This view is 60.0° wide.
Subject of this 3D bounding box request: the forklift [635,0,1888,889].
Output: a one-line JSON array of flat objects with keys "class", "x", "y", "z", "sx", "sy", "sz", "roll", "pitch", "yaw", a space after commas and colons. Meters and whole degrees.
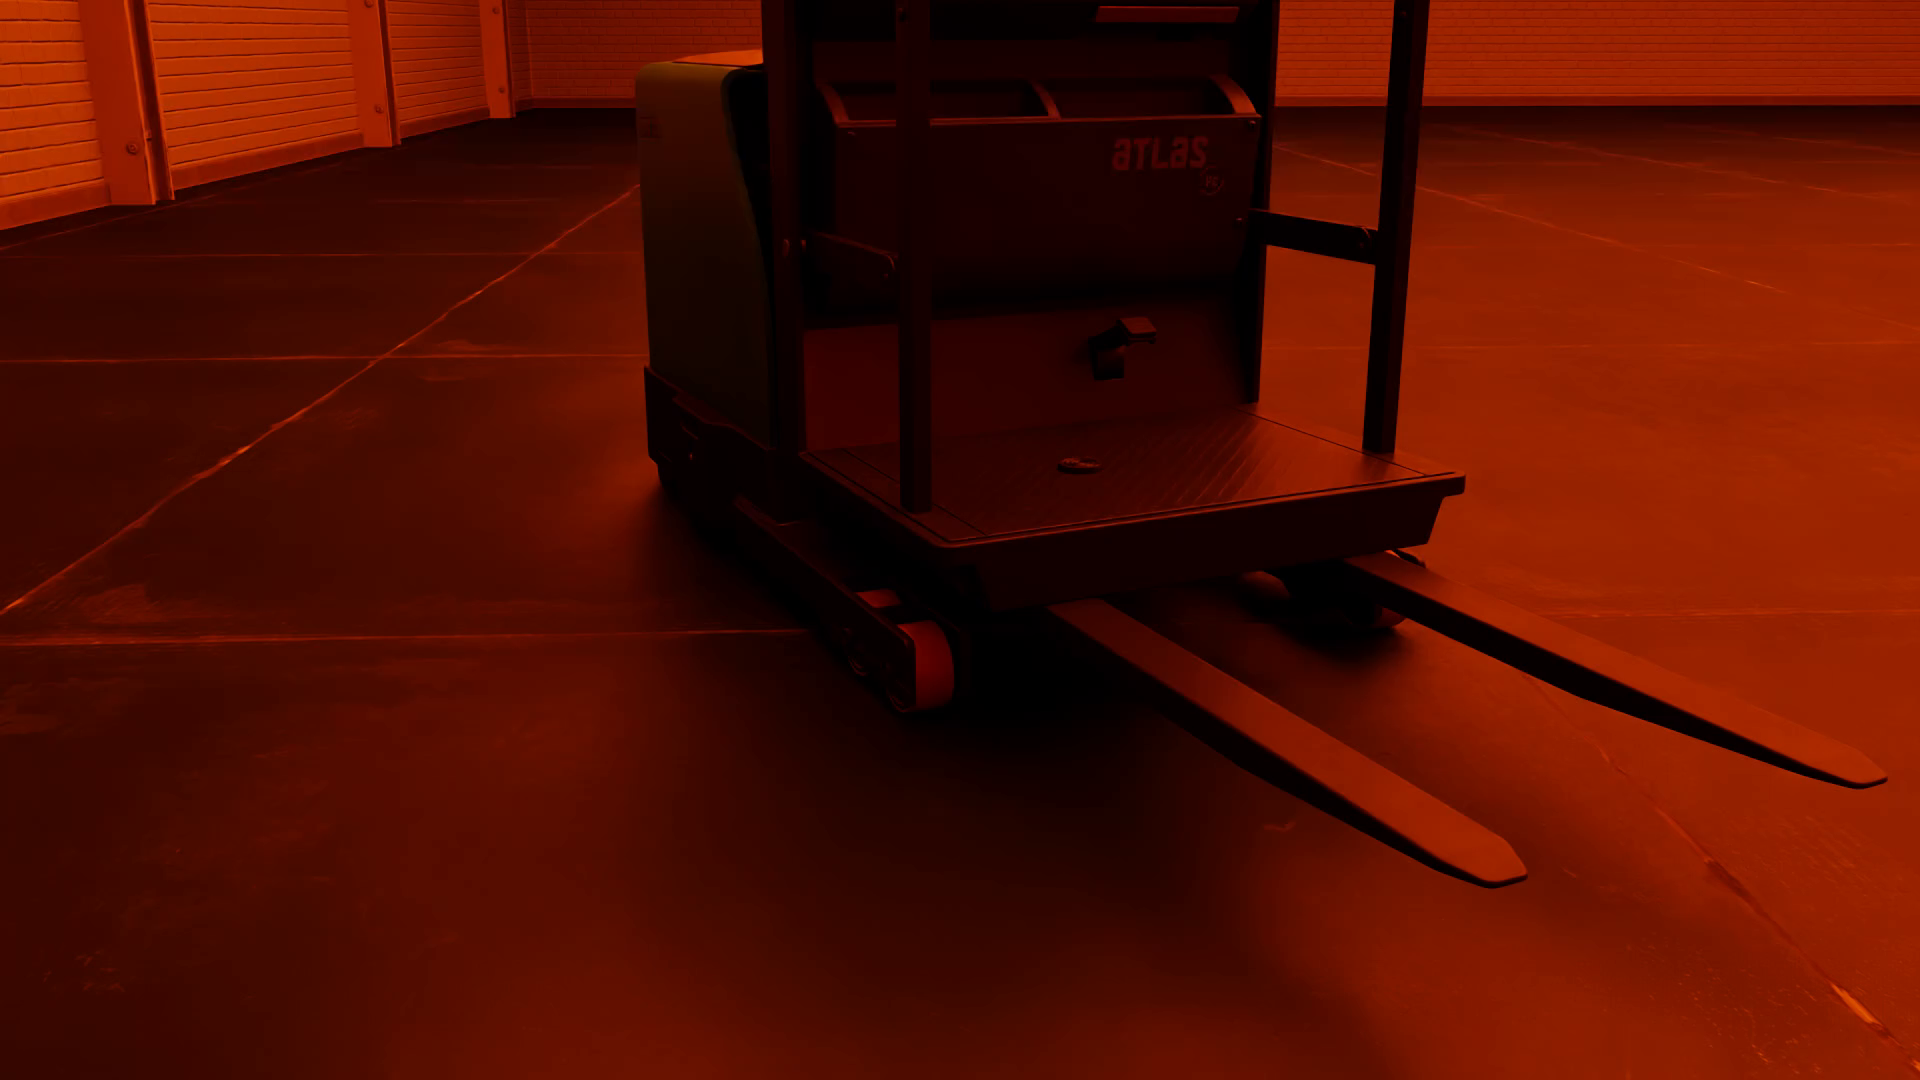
[{"class": "forklift", "x": 0.258, "y": -1.240, "z": 2.962, "sx": 1.130, "sy": 2.935, "sz": 3.031, "roll": -8, "pitch": 19, "yaw": -24}]
